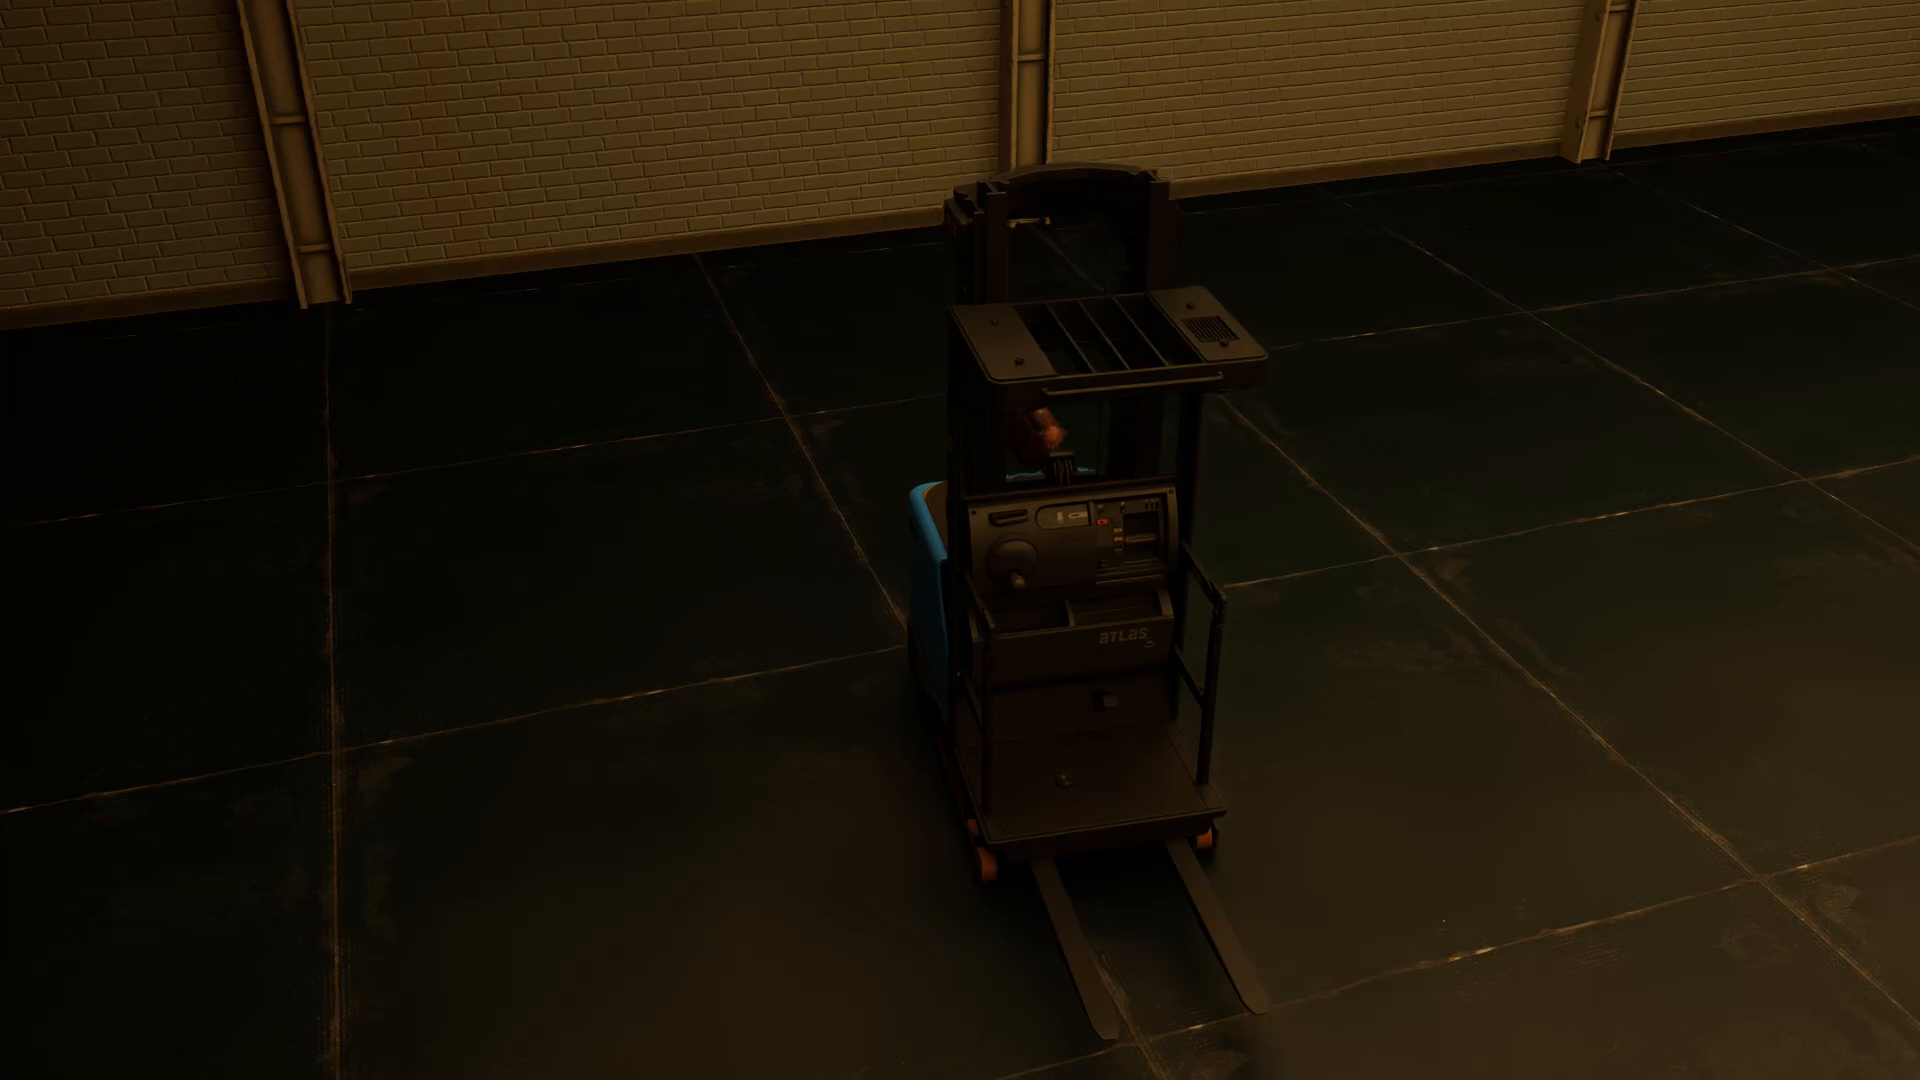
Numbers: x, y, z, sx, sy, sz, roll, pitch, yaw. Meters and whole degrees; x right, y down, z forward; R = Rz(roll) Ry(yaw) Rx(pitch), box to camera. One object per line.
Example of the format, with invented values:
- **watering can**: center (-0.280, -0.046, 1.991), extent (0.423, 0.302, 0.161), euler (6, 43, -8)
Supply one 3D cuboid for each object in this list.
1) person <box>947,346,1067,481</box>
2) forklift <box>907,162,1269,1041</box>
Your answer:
- **person**: center (0.335, -0.651, 9.687), extent (0.919, 1.475, 0.804), euler (-20, 35, -30)
- **forklift**: center (0.542, 0.043, 7.013), extent (1.130, 2.935, 3.031), euler (-6, 31, -11)
